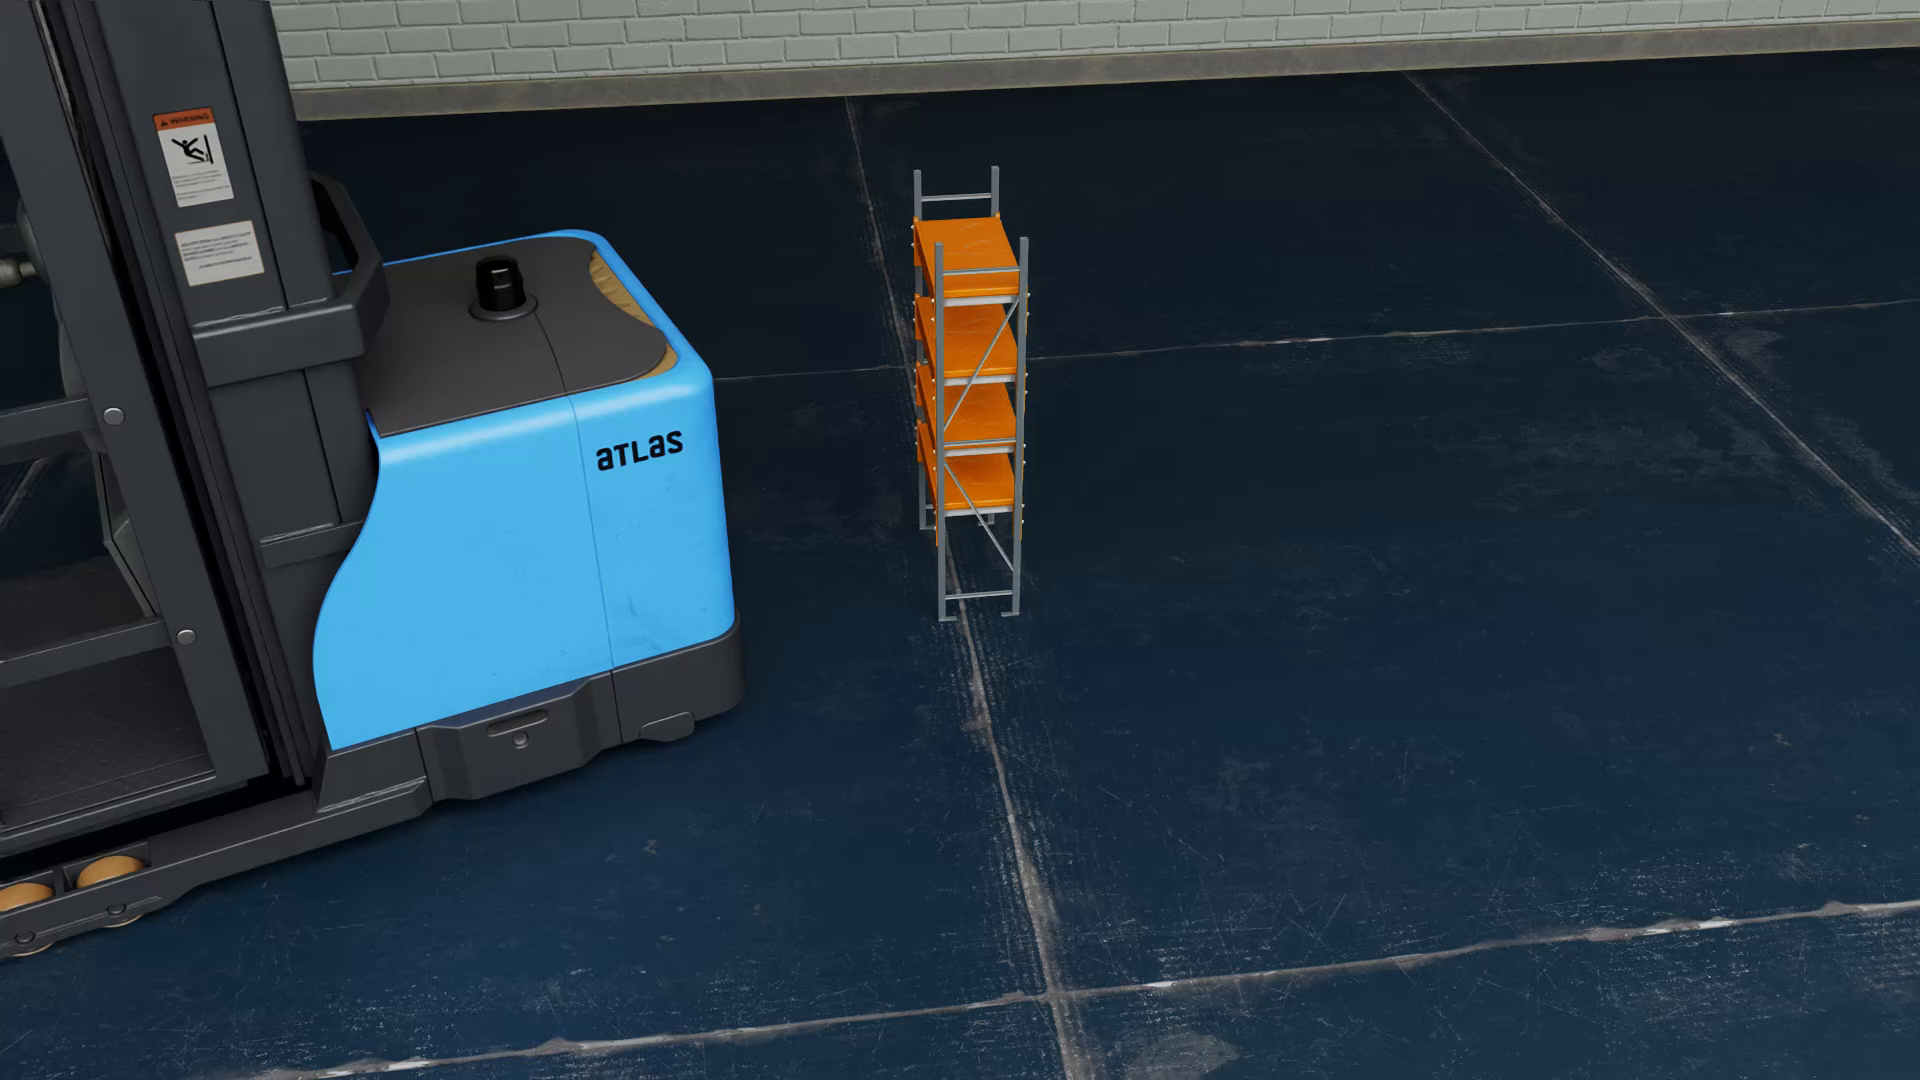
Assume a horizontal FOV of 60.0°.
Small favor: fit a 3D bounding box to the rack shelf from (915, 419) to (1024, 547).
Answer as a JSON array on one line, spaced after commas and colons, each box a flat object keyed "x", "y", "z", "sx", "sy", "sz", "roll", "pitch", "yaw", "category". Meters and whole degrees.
[{"x": 0.022, "y": -0.184, "z": 4.926, "sx": 0.258, "sy": 0.148, "sz": 0.480, "roll": -4, "pitch": 35, "yaw": -6, "category": "rack shelf"}]

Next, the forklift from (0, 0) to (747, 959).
[{"x": -2.131, "y": -0.593, "z": 3.517, "sx": 3.031, "sy": 2.935, "sz": 1.130, "roll": -16, "pitch": 37, "yaw": -22, "category": "forklift"}]

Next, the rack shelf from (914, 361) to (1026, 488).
[{"x": 0.022, "y": -0.348, "z": 4.814, "sx": 0.258, "sy": 0.148, "sz": 0.480, "roll": -4, "pitch": 35, "yaw": -6, "category": "rack shelf"}]

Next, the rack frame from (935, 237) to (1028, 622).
[{"x": 0.055, "y": -0.267, "z": 4.577, "sx": 0.240, "sy": 1.200, "sz": 0.015, "roll": -4, "pitch": 35, "yaw": -6, "category": "rack frame"}]

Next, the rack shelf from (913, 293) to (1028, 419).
[{"x": 0.022, "y": -0.533, "z": 4.688, "sx": 0.258, "sy": 0.148, "sz": 0.480, "roll": -4, "pitch": 35, "yaw": -6, "category": "rack shelf"}]

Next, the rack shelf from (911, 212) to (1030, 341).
[{"x": 0.022, "y": -0.728, "z": 4.555, "sx": 0.258, "sy": 0.148, "sz": 0.480, "roll": -4, "pitch": 35, "yaw": -6, "category": "rack shelf"}]

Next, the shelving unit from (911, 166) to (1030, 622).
[{"x": 0.022, "y": -0.403, "z": 4.777, "sx": 0.258, "sy": 1.200, "sz": 0.503, "roll": -4, "pitch": 35, "yaw": -6, "category": "shelving unit"}]

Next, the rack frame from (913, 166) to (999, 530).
[{"x": -0.011, "y": -0.540, "z": 4.976, "sx": 0.240, "sy": 1.200, "sz": 0.015, "roll": -4, "pitch": 35, "yaw": -6, "category": "rack frame"}]
